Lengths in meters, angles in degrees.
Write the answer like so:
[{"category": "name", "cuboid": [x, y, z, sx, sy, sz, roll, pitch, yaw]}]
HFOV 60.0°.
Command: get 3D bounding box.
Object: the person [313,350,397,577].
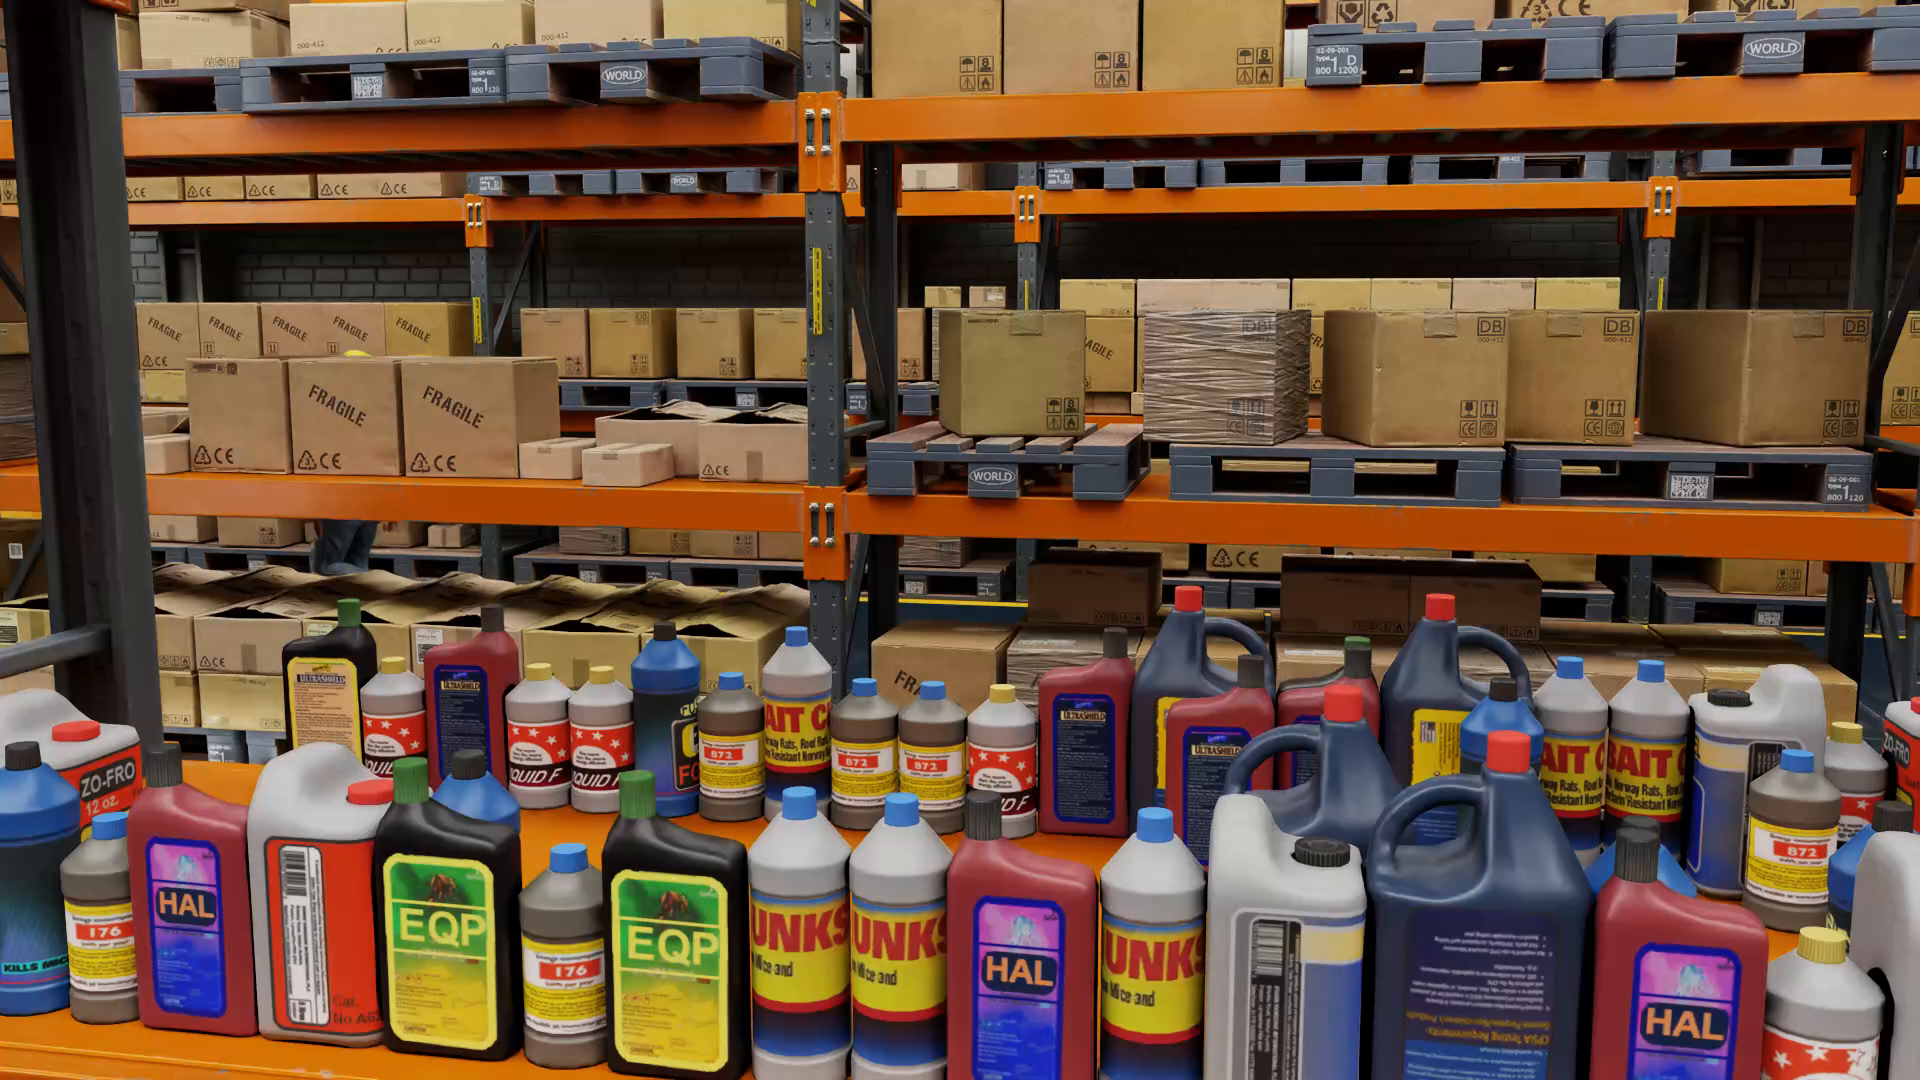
[{"category": "person", "cuboid": [-3.497, -0.224, 9.684, 0.647, 1.753, 0.586, 3, 8, 19]}]
